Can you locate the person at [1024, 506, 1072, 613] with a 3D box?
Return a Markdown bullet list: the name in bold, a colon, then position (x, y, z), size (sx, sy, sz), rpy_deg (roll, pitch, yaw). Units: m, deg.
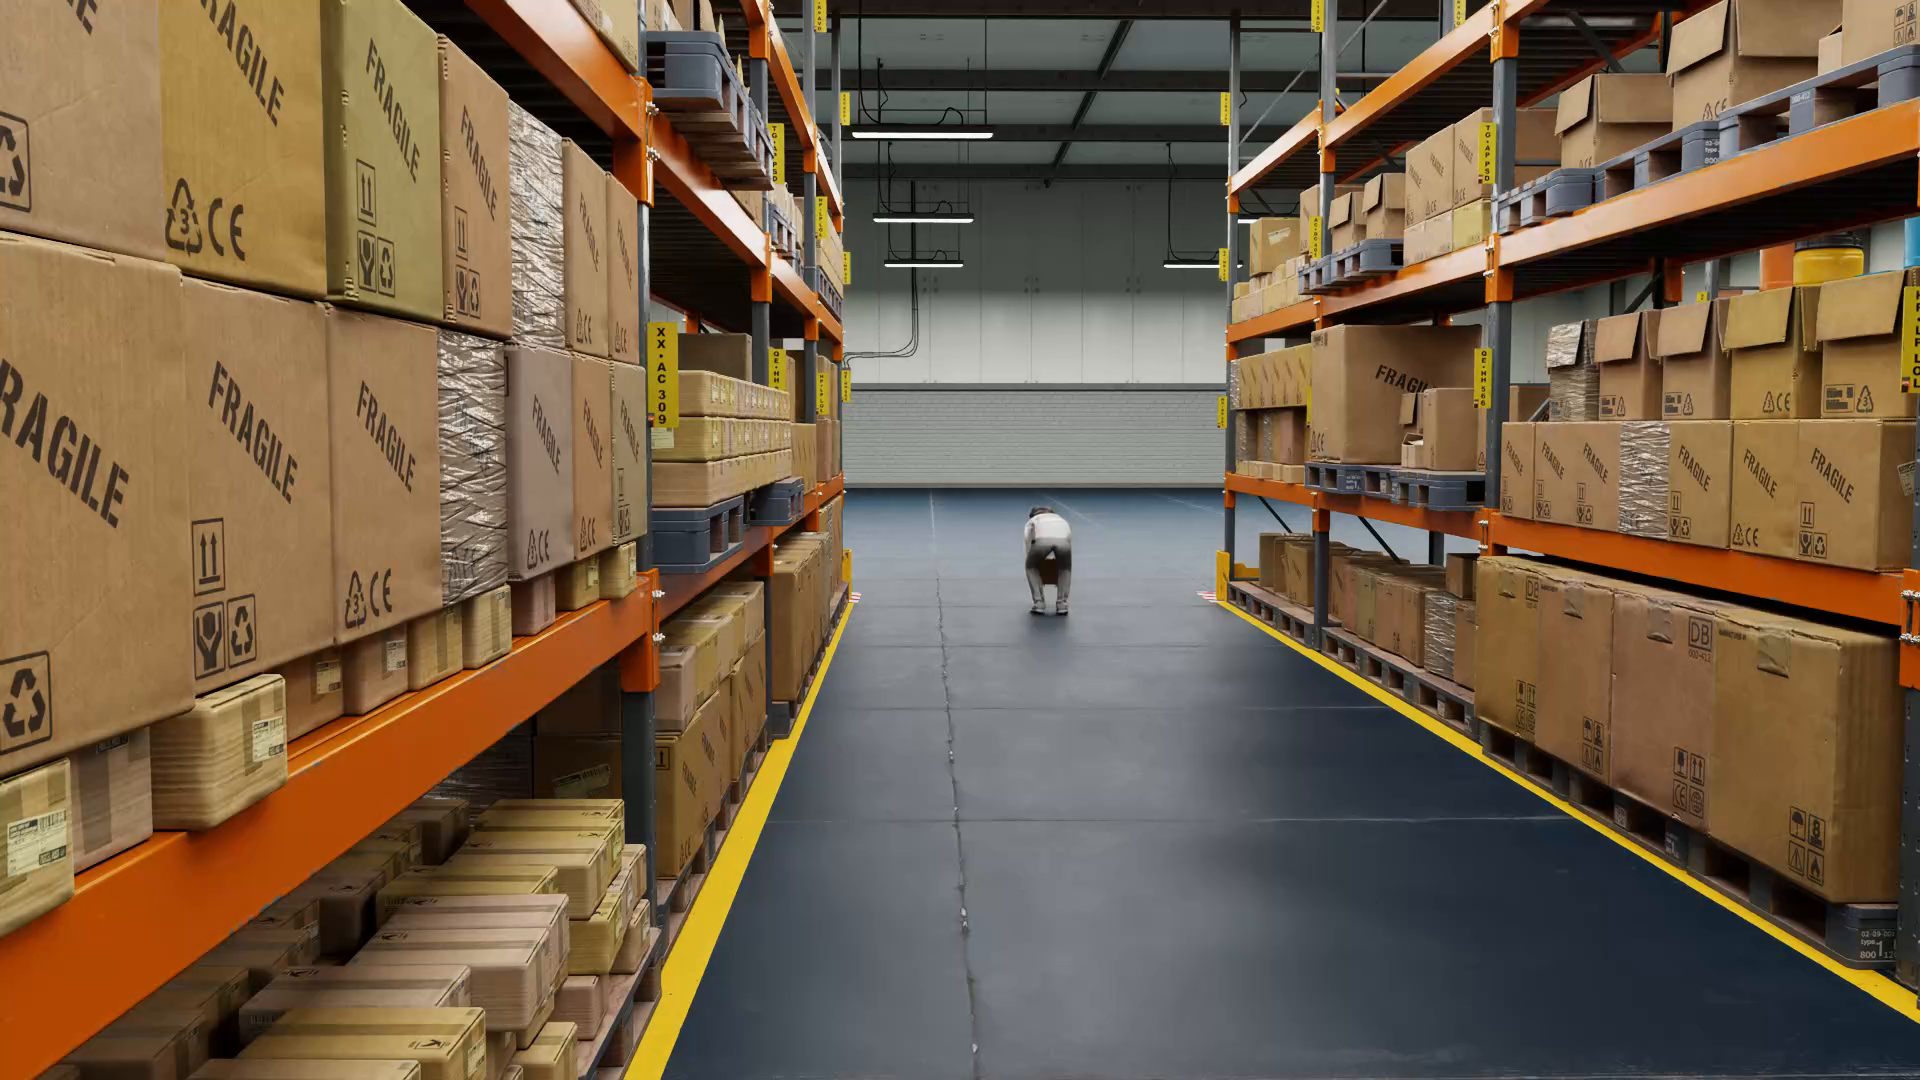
- **person**: position (0.849, 0.188, 16.070), size (0.448, 1.013, 0.912), rpy_deg (0, 4, -4)
